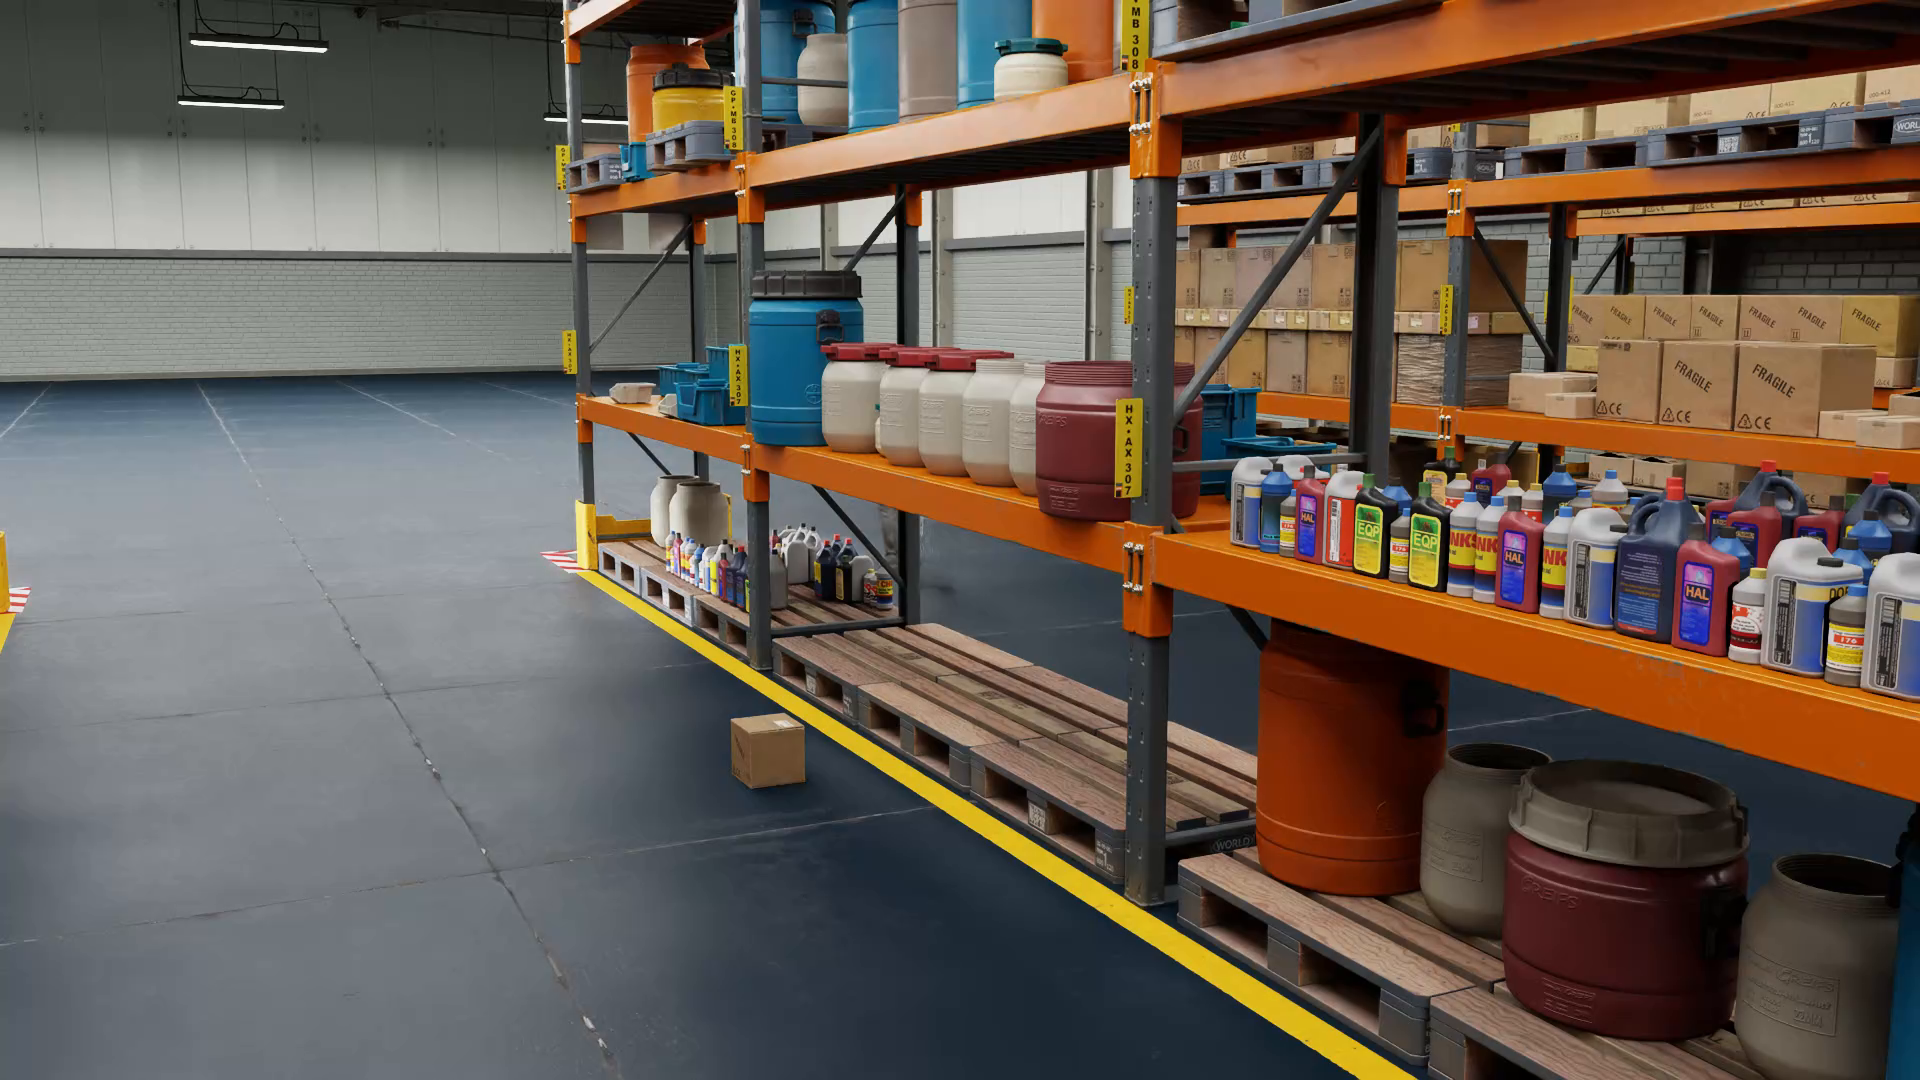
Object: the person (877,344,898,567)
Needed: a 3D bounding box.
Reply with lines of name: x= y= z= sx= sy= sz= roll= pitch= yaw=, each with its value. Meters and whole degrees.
person: x=-0.523 y=-0.633 z=12.513 sx=0.516 sy=1.695 sz=0.442 roll=-3 pitch=9 yaw=-21
